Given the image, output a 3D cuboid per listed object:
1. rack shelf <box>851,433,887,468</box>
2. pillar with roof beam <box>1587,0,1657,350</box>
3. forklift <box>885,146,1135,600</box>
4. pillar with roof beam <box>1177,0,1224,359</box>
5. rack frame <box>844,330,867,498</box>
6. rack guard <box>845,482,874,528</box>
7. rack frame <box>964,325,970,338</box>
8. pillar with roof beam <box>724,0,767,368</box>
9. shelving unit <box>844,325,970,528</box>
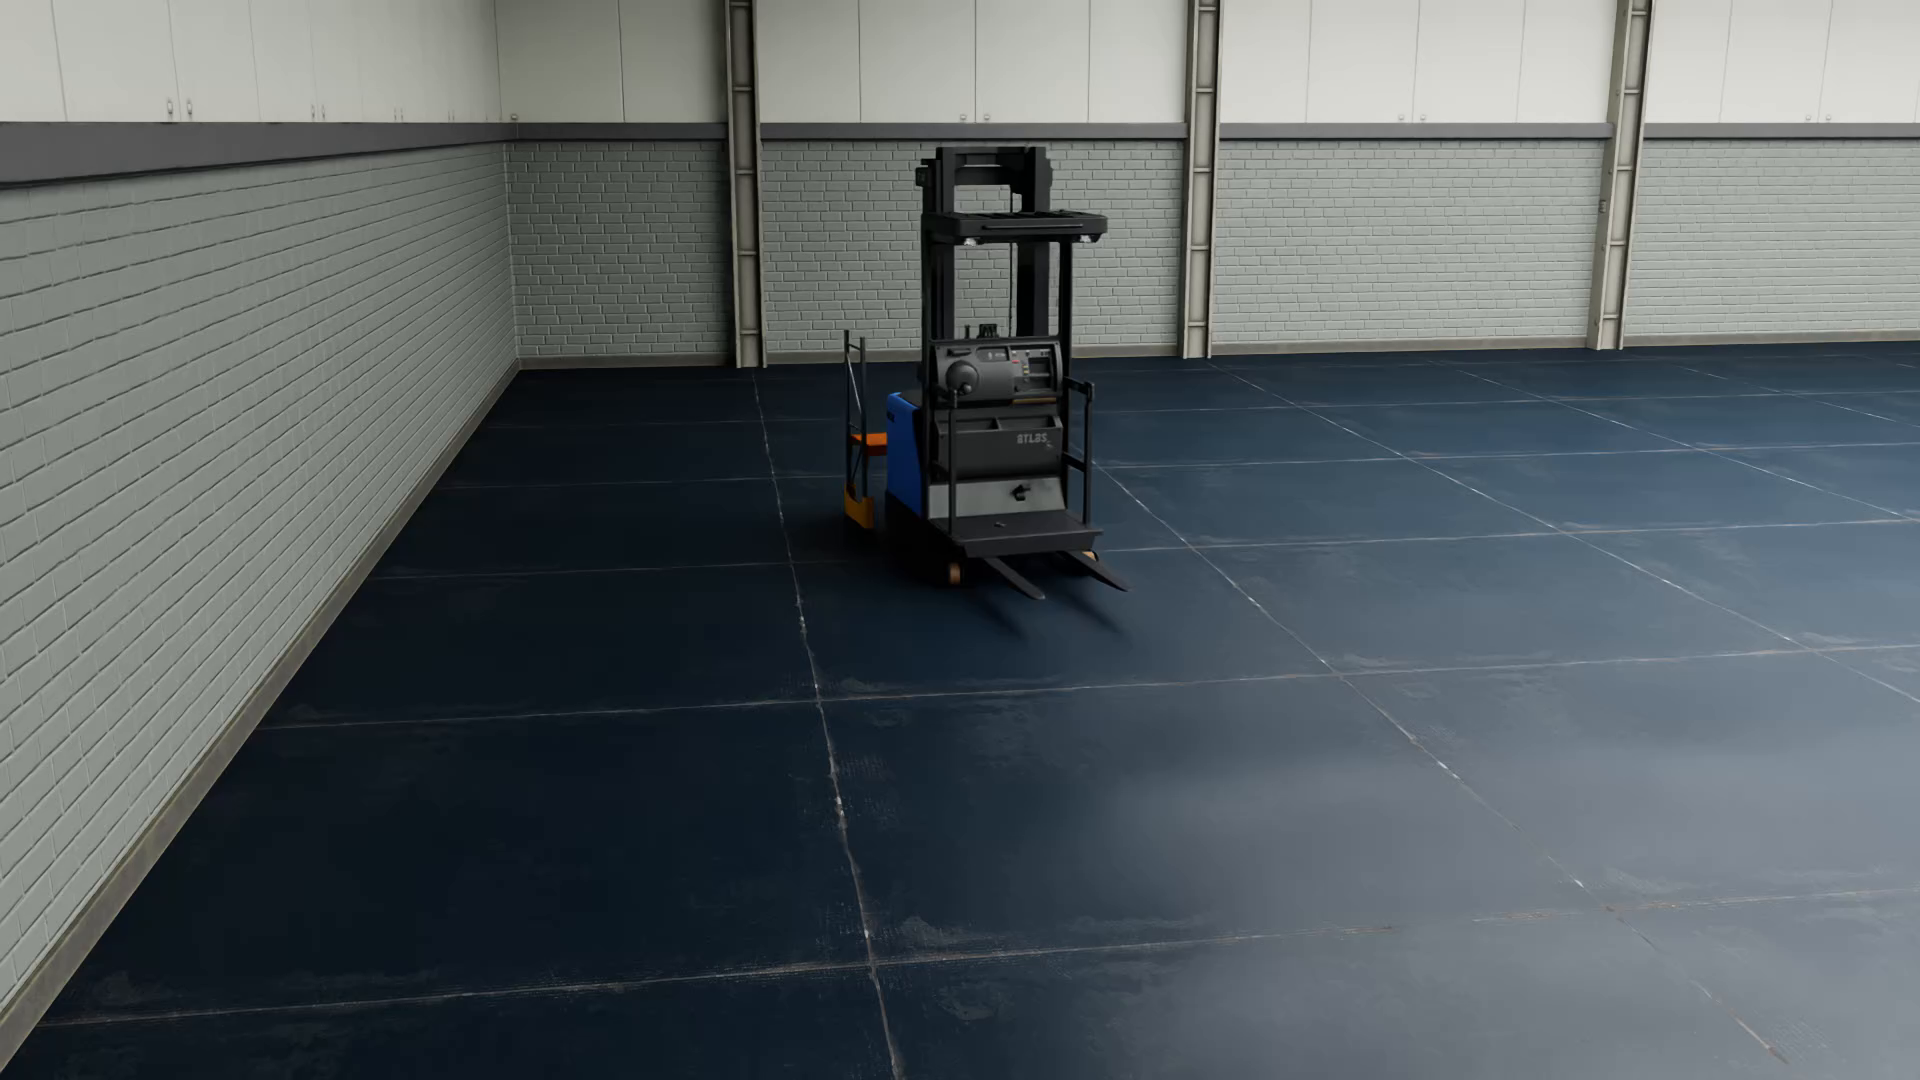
[{"bbox_3d":[-0.347,-0.754,13.383,1.000,0.185,0.538,-5,15,-19],"label":"rack shelf"},{"bbox_3d":[9.767,-6.048,18.337,0.400,9.000,9.100,-2,14,-8],"label":"pillar with roof beam"},{"bbox_3d":[0.340,-1.215,11.540,1.130,2.935,3.031,-4,15,-17],"label":"forklift"},{"bbox_3d":[3.834,-5.830,17.470,0.400,9.000,9.100,-2,14,-8],"label":"pillar with roof beam"},{"bbox_3d":[-0.825,-0.887,13.174,0.032,1.500,0.500,-5,15,-19],"label":"rack frame"},{"bbox_3d":[-0.807,-0.282,13.332,0.087,0.250,0.587,-5,15,-19],"label":"rack guard"},{"bbox_3d":[0.132,-0.970,13.504,0.032,1.500,0.500,-5,15,-19],"label":"rack frame"},{"bbox_3d":[-2.099,-5.613,16.603,0.400,9.000,9.100,-2,14,-8],"label":"pillar with roof beam"},{"bbox_3d":[-0.338,-0.929,13.342,1.083,1.500,0.587,-5,15,-19],"label":"shelving unit"}]
